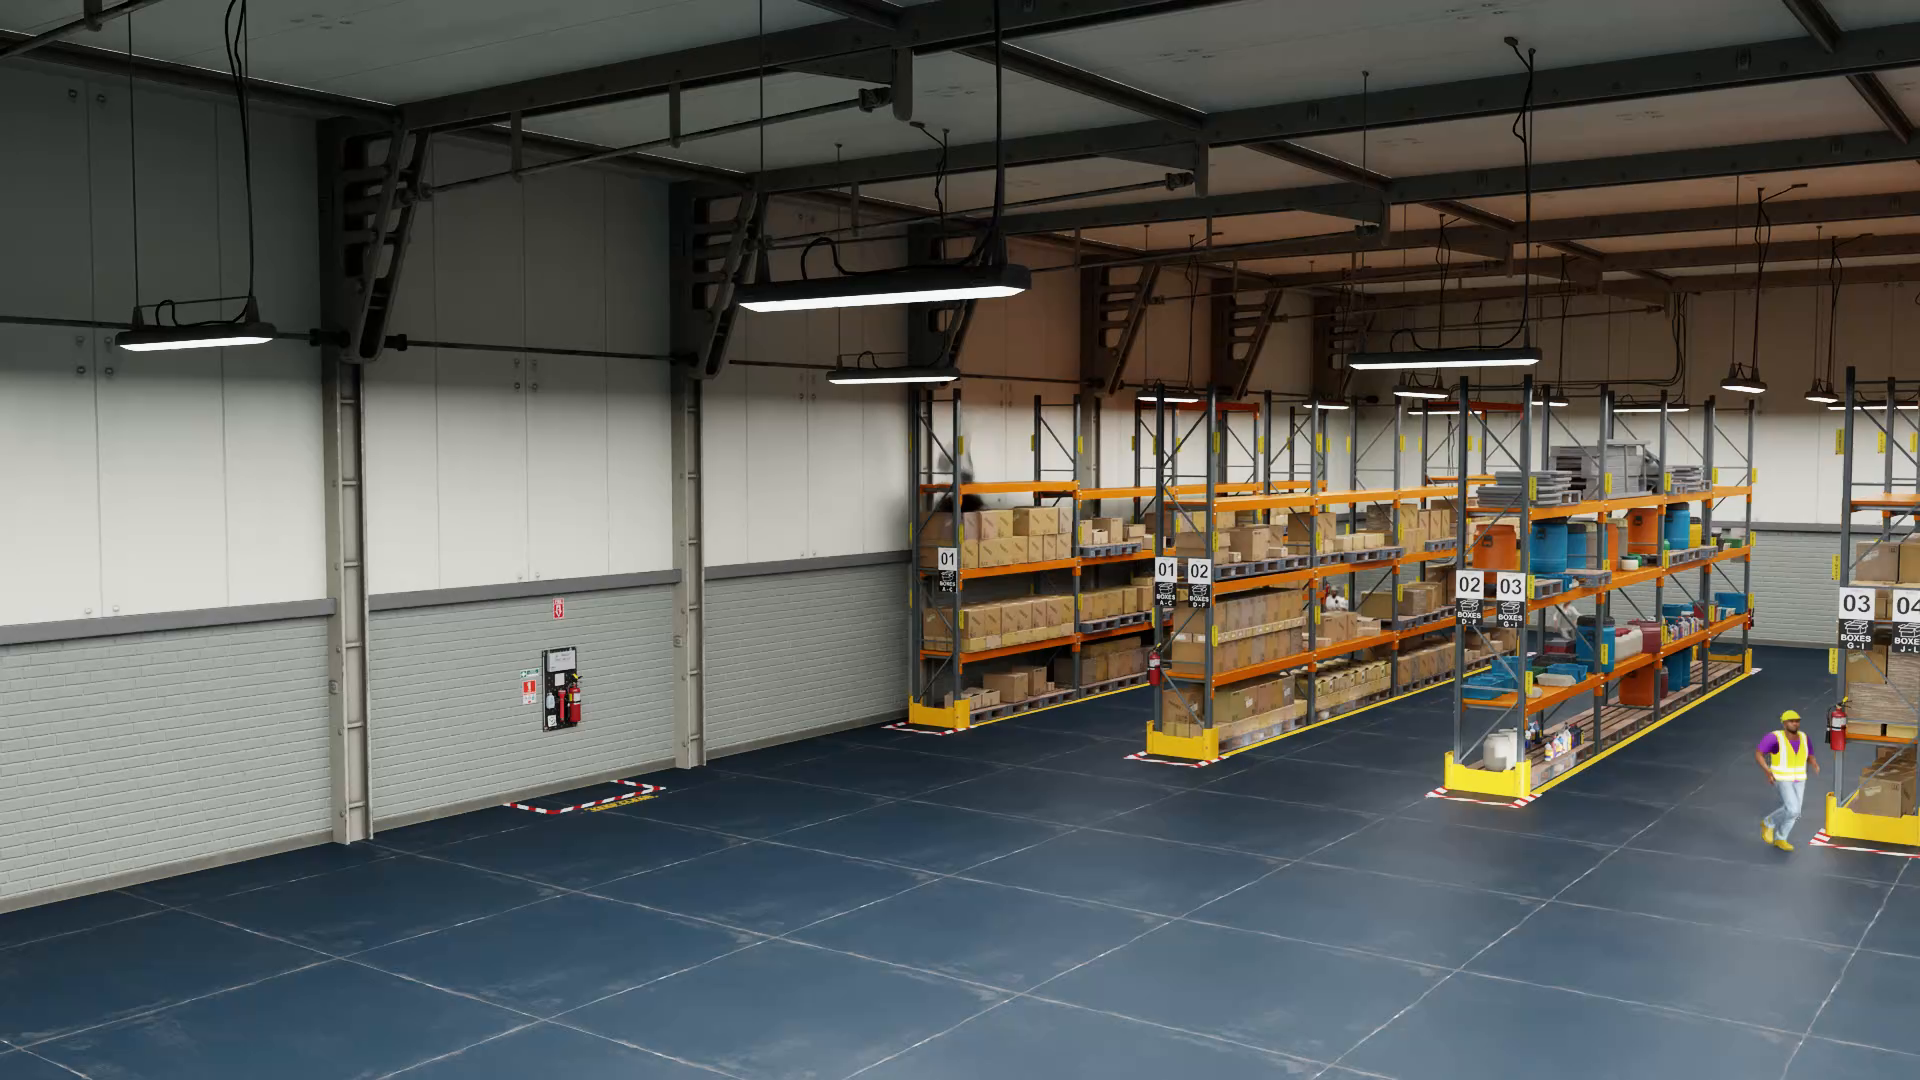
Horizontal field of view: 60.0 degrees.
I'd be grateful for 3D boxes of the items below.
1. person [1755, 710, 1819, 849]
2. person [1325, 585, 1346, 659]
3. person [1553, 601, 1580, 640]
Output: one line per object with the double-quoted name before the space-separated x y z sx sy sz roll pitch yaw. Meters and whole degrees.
"person" 10.267 2.966 20.536 0.681 1.729 0.597 0 3 -9
"person" 8.827 1.913 39.139 0.558 1.704 0.903 2 4 28
"person" 13.852 2.051 37.952 0.601 1.557 0.853 1 4 22
